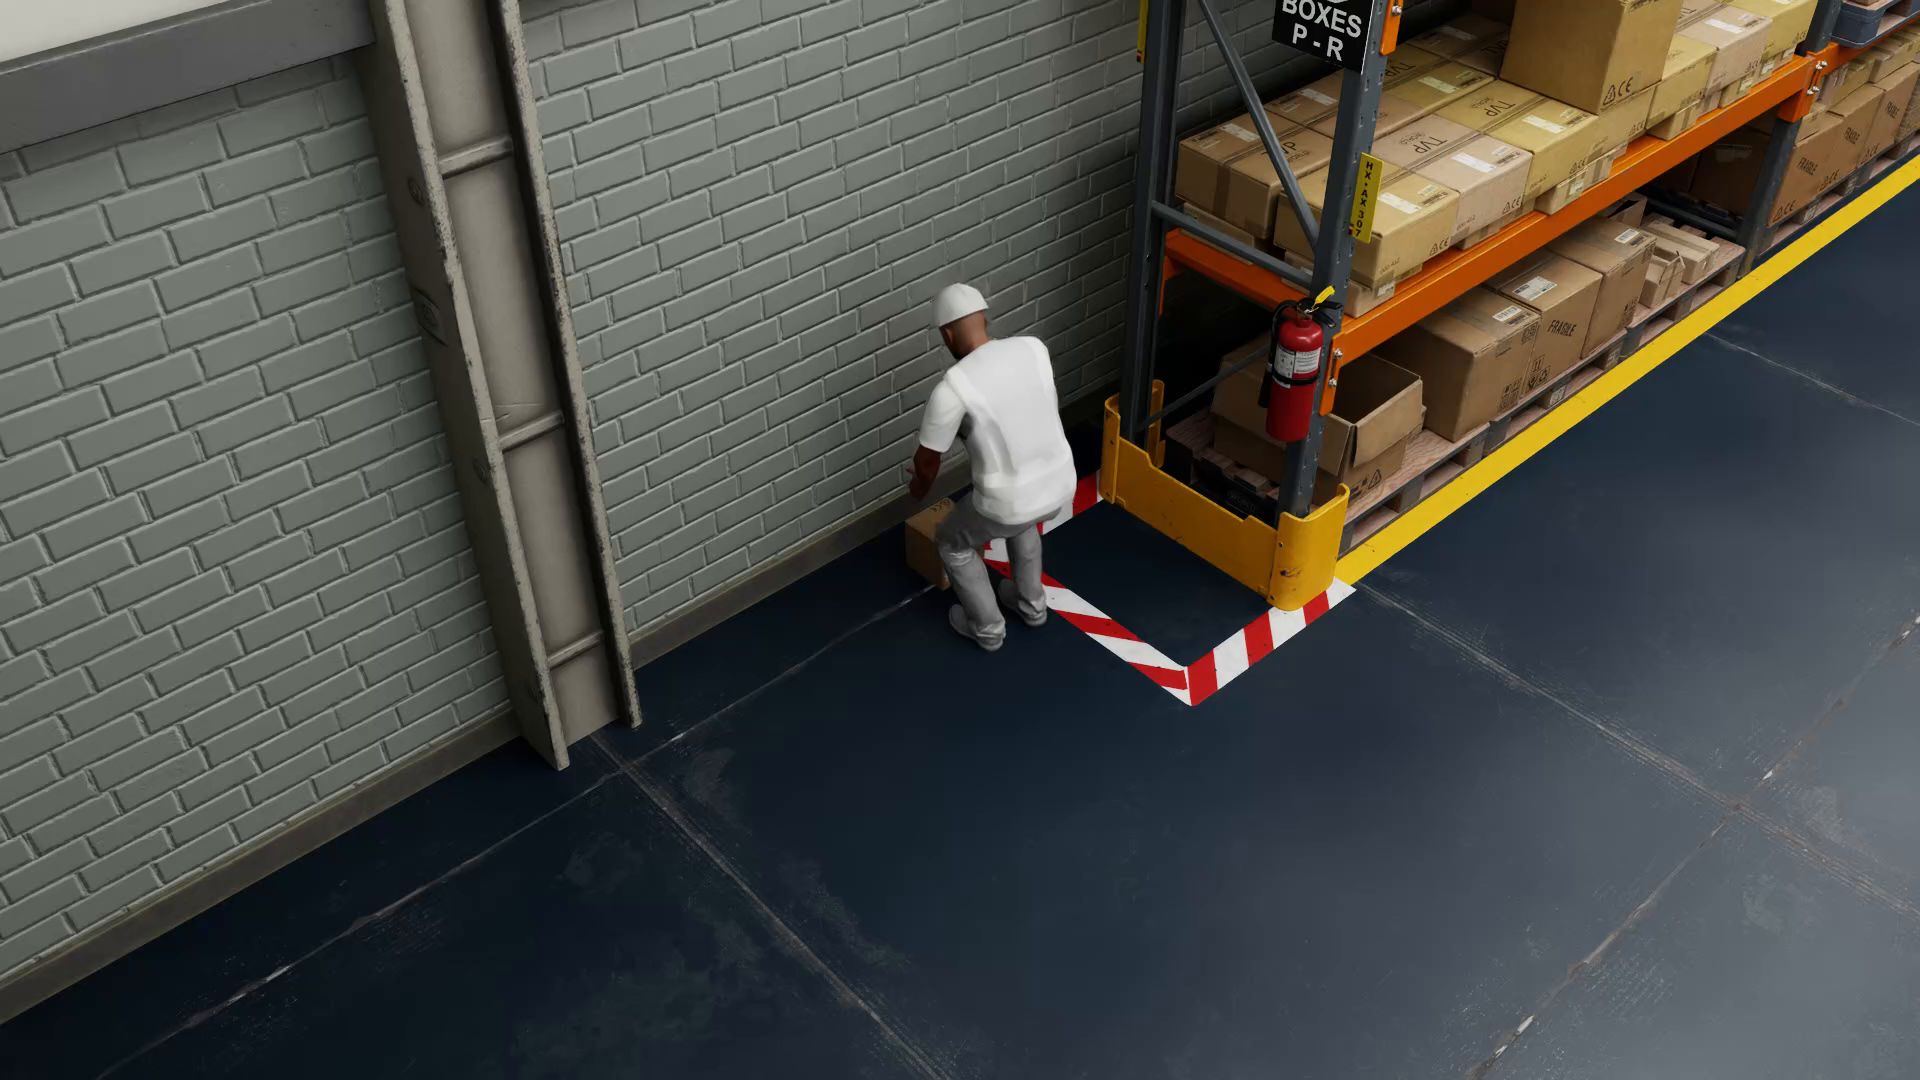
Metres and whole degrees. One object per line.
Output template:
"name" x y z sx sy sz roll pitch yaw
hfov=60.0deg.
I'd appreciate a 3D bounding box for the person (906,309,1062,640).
"person" 0.121 -0.265 6.610 0.624 1.448 0.610 -24 45 -26
